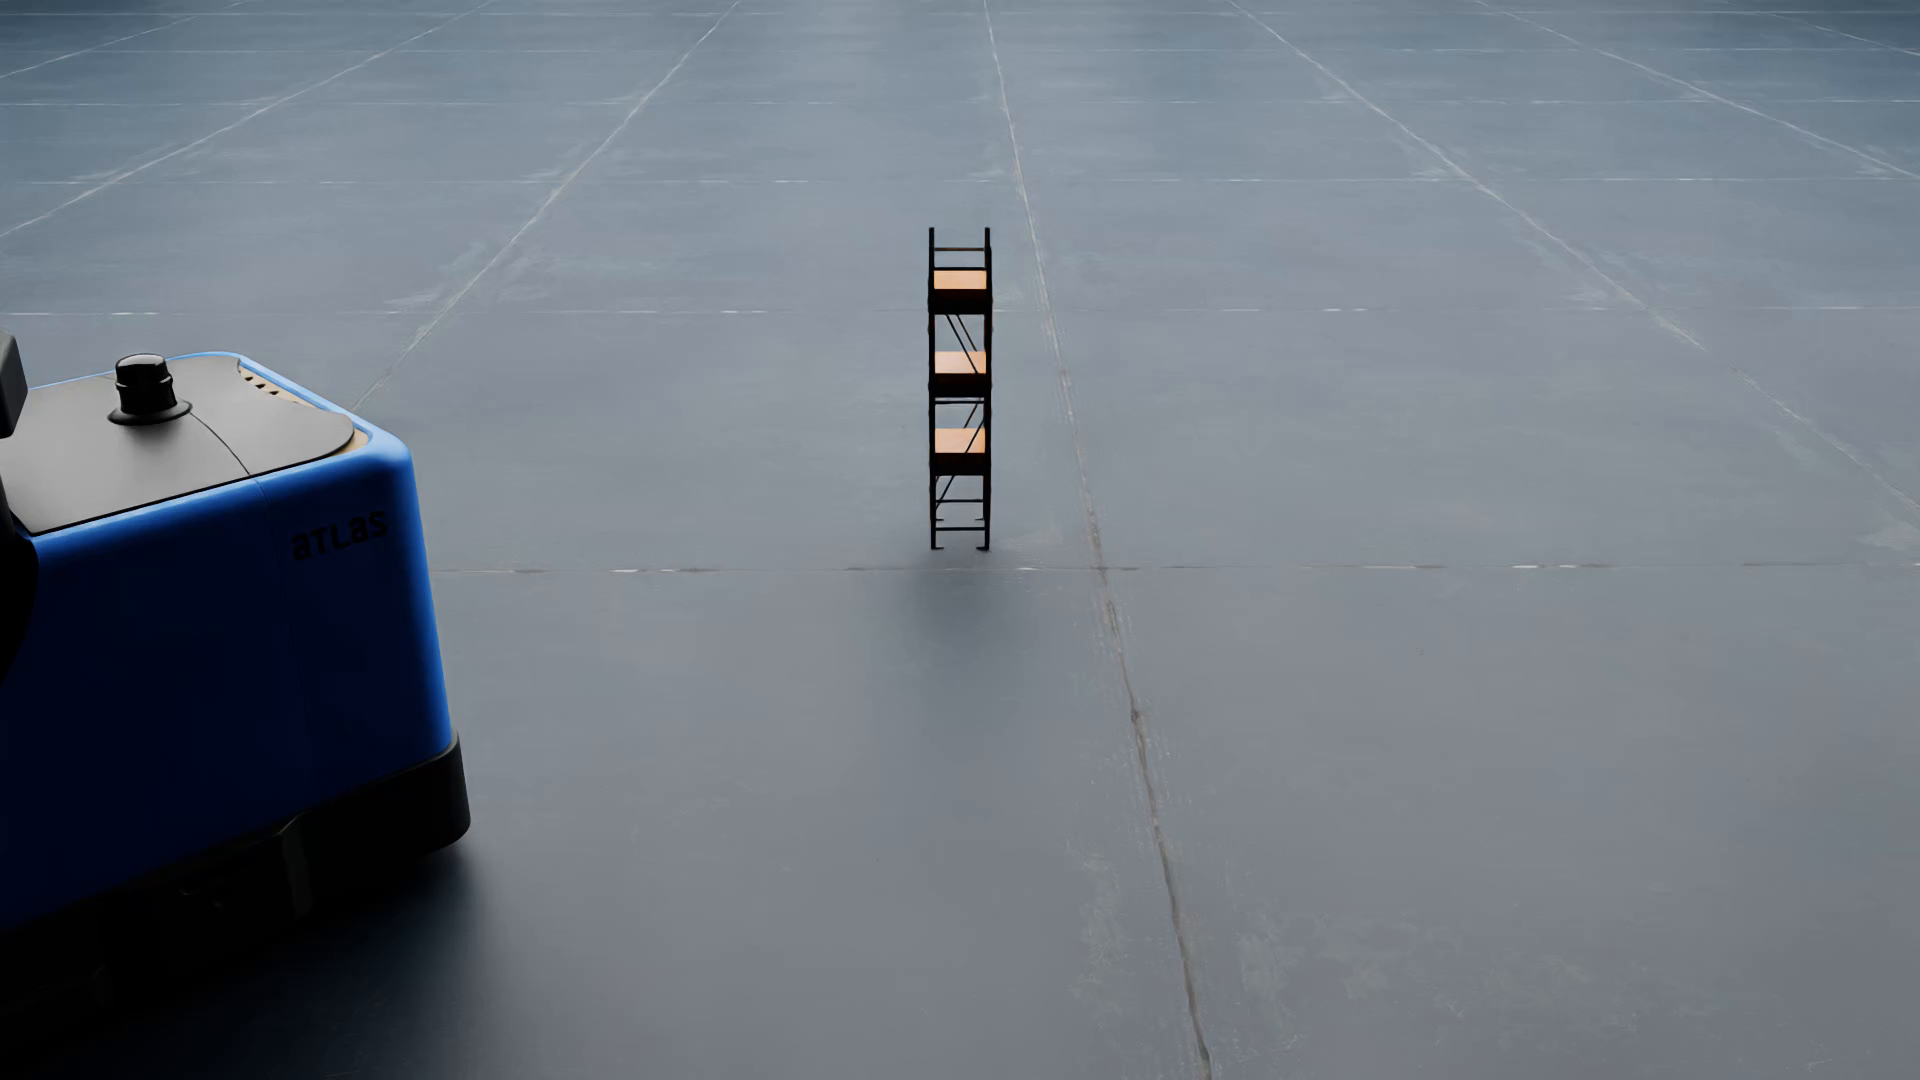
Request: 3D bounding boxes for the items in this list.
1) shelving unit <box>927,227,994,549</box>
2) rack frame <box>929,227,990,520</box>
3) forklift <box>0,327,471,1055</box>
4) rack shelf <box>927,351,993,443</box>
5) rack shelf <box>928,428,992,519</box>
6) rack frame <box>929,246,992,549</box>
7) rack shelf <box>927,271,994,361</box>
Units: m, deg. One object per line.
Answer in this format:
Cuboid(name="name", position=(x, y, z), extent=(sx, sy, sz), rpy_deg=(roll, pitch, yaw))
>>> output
Cuboid(name="shelving unit", position=(-0.001, -0.500, 5.582), extent=(0.215, 1.050, 0.252), rpy_deg=(0, 24, -1))
Cuboid(name="rack frame", position=(-0.002, -0.551, 5.694), extent=(0.200, 1.050, 0.008), rpy_deg=(0, 24, -1))
Cuboid(name="forklift", position=(-2.595, -0.289, 2.832), extent=(3.031, 2.935, 1.130), rpy_deg=(-22, 32, -40))
Cuboid(name="rack shelf", position=(-0.001, -0.491, 5.587), extent=(0.215, 0.259, 0.240), rpy_deg=(0, 24, -1))
Cuboid(name="rack shelf", position=(-0.001, -0.238, 5.701), extent=(0.215, 0.259, 0.240), rpy_deg=(0, 24, -1))
Cuboid(name="rack frame", position=(0.001, -0.450, 5.471), extent=(0.200, 1.050, 0.008), rpy_deg=(0, 24, -1))
Cuboid(name="rack shelf", position=(-0.001, -0.749, 5.470), extent=(0.215, 0.259, 0.240), rpy_deg=(0, 24, -1))
